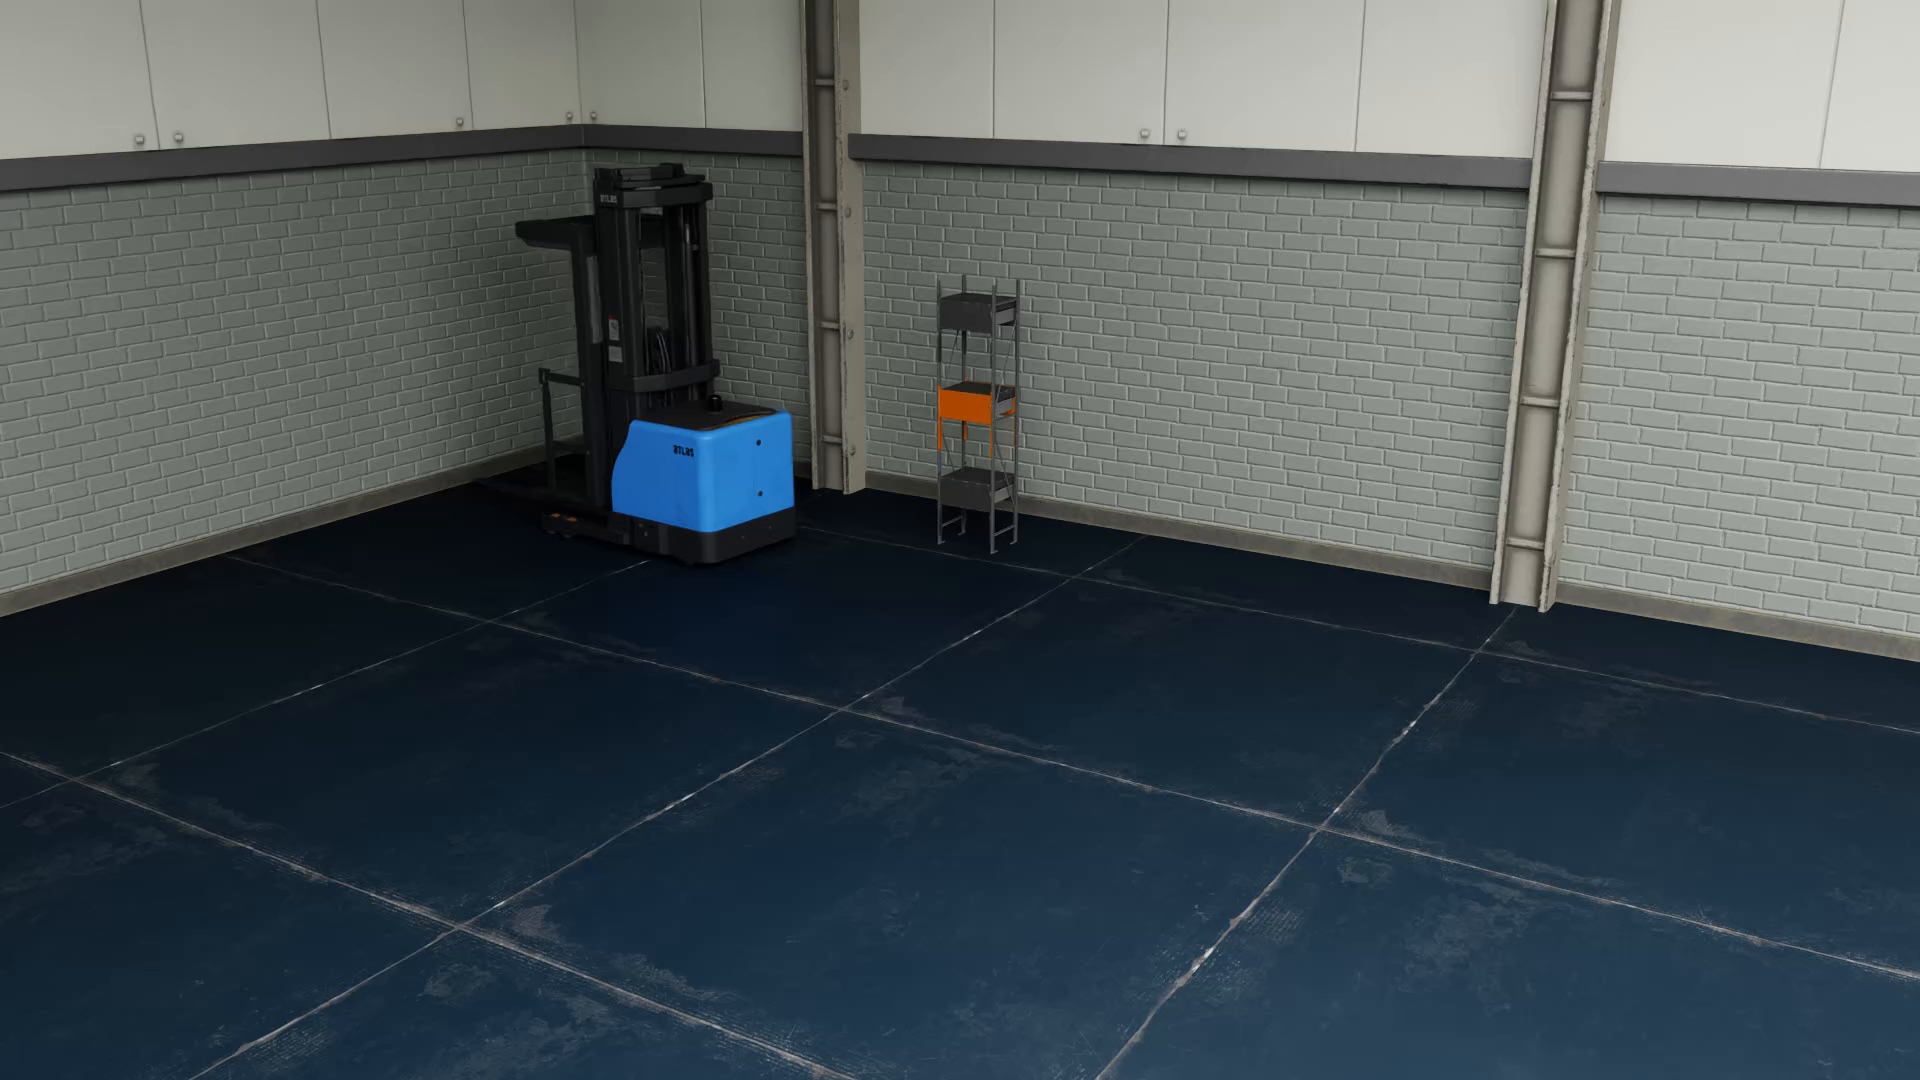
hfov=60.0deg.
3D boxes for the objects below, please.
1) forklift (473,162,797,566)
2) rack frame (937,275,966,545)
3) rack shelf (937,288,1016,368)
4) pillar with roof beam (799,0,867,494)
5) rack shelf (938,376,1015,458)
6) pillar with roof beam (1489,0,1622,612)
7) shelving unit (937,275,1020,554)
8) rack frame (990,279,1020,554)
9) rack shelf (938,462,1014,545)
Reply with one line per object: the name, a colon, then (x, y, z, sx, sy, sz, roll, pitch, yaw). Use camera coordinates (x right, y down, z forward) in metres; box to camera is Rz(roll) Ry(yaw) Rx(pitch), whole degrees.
forklift: (-2.786, -1.528, 13.369, 3.031, 2.935, 1.130, 12, 21, 35)
rack frame: (-0.067, -1.017, 13.115, 0.015, 2.100, 0.400, 10, 20, 30)
rack shelf: (0.141, -1.636, 12.794, 0.480, 0.518, 0.431, 10, 20, 30)
pillar with roof beam: (-3.333, -3.710, 10.112, 0.400, 9.000, 9.100, 10, 20, 30)
rack shelf: (0.141, -0.966, 12.997, 0.480, 0.518, 0.431, 10, 20, 30)
pillar with roof beam: (1.780, -2.797, 7.107, 0.400, 9.000, 9.100, 10, 20, 30)
shelving unit: (0.141, -0.979, 12.993, 0.503, 2.100, 0.431, 10, 20, 30)
rack frame: (0.349, -0.942, 12.871, 0.015, 2.100, 0.400, 10, 20, 30)
rack shelf: (0.141, -0.297, 13.201, 0.480, 0.518, 0.431, 10, 20, 30)
